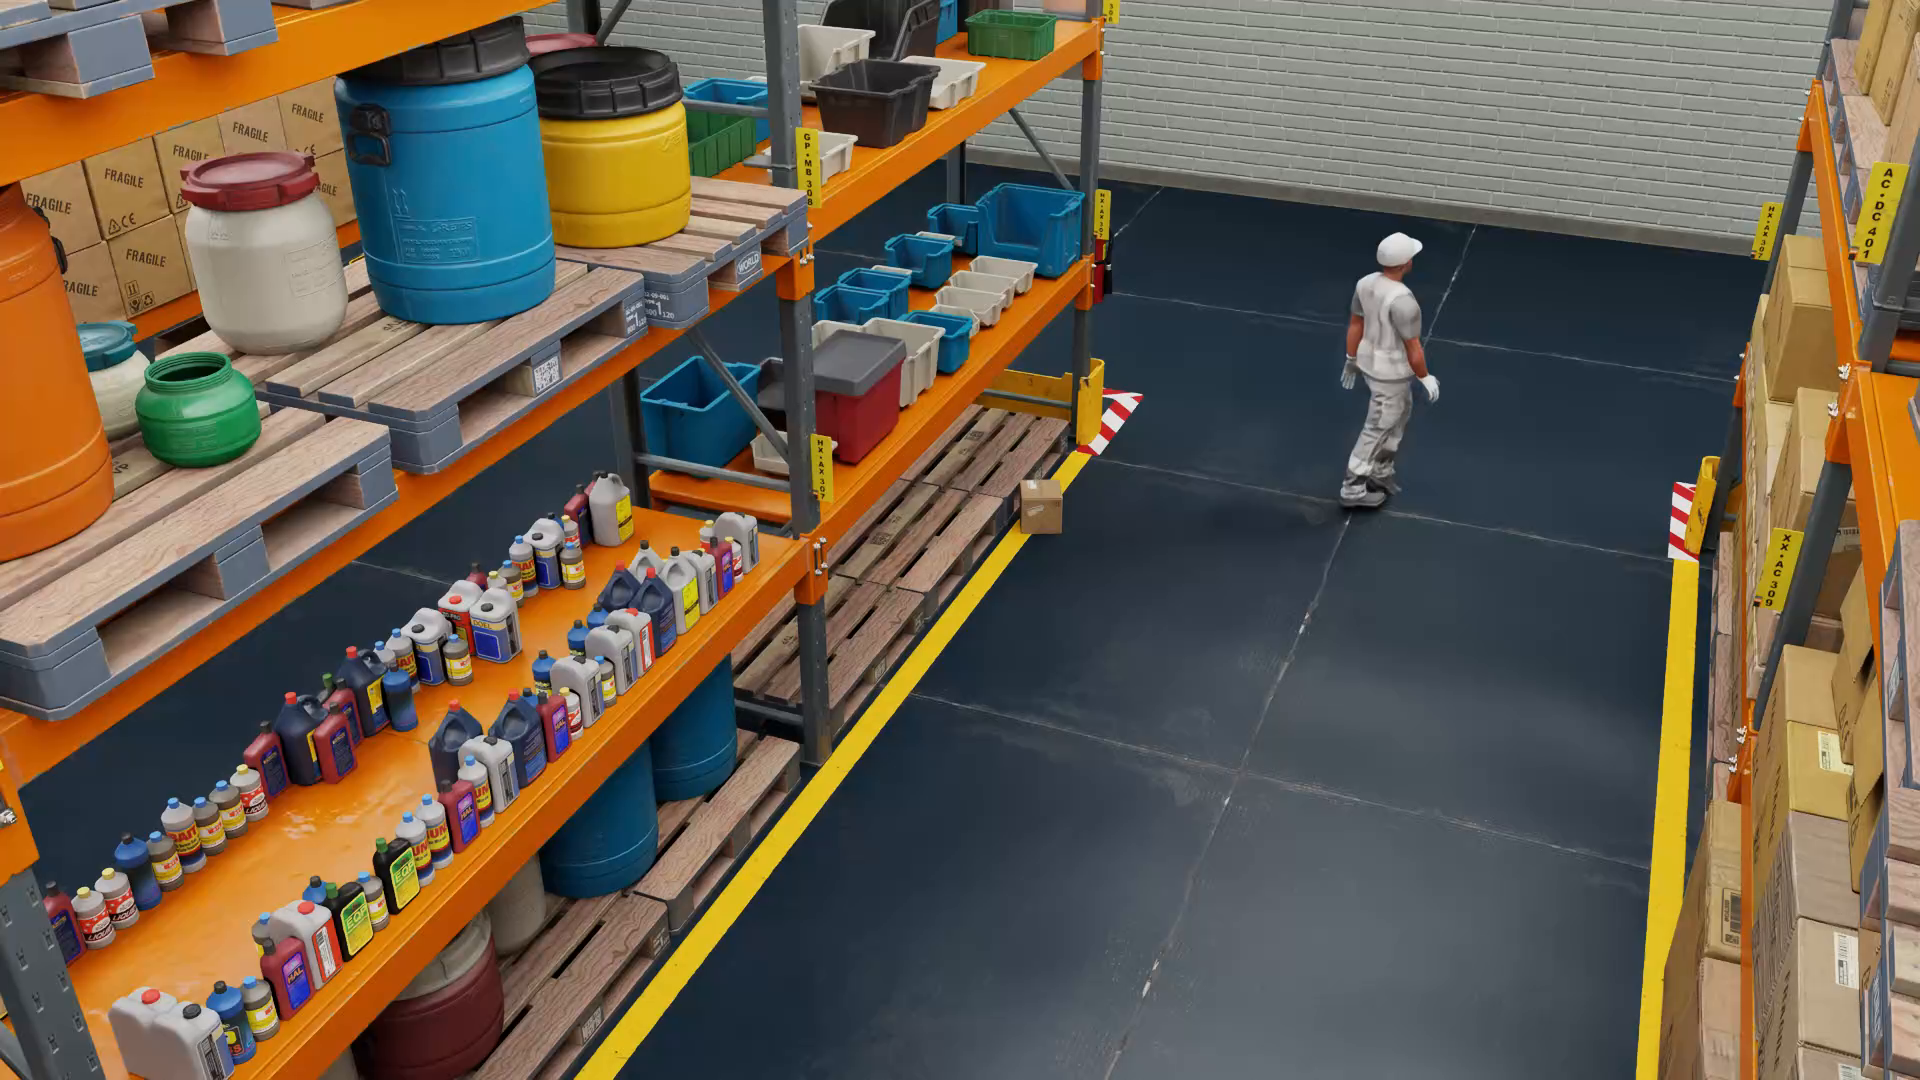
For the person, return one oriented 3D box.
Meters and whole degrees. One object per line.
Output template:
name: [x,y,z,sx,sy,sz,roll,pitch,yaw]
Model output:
person: [2.646,-1.000,10.168,0.528,1.841,0.538,-7,30,-13]
